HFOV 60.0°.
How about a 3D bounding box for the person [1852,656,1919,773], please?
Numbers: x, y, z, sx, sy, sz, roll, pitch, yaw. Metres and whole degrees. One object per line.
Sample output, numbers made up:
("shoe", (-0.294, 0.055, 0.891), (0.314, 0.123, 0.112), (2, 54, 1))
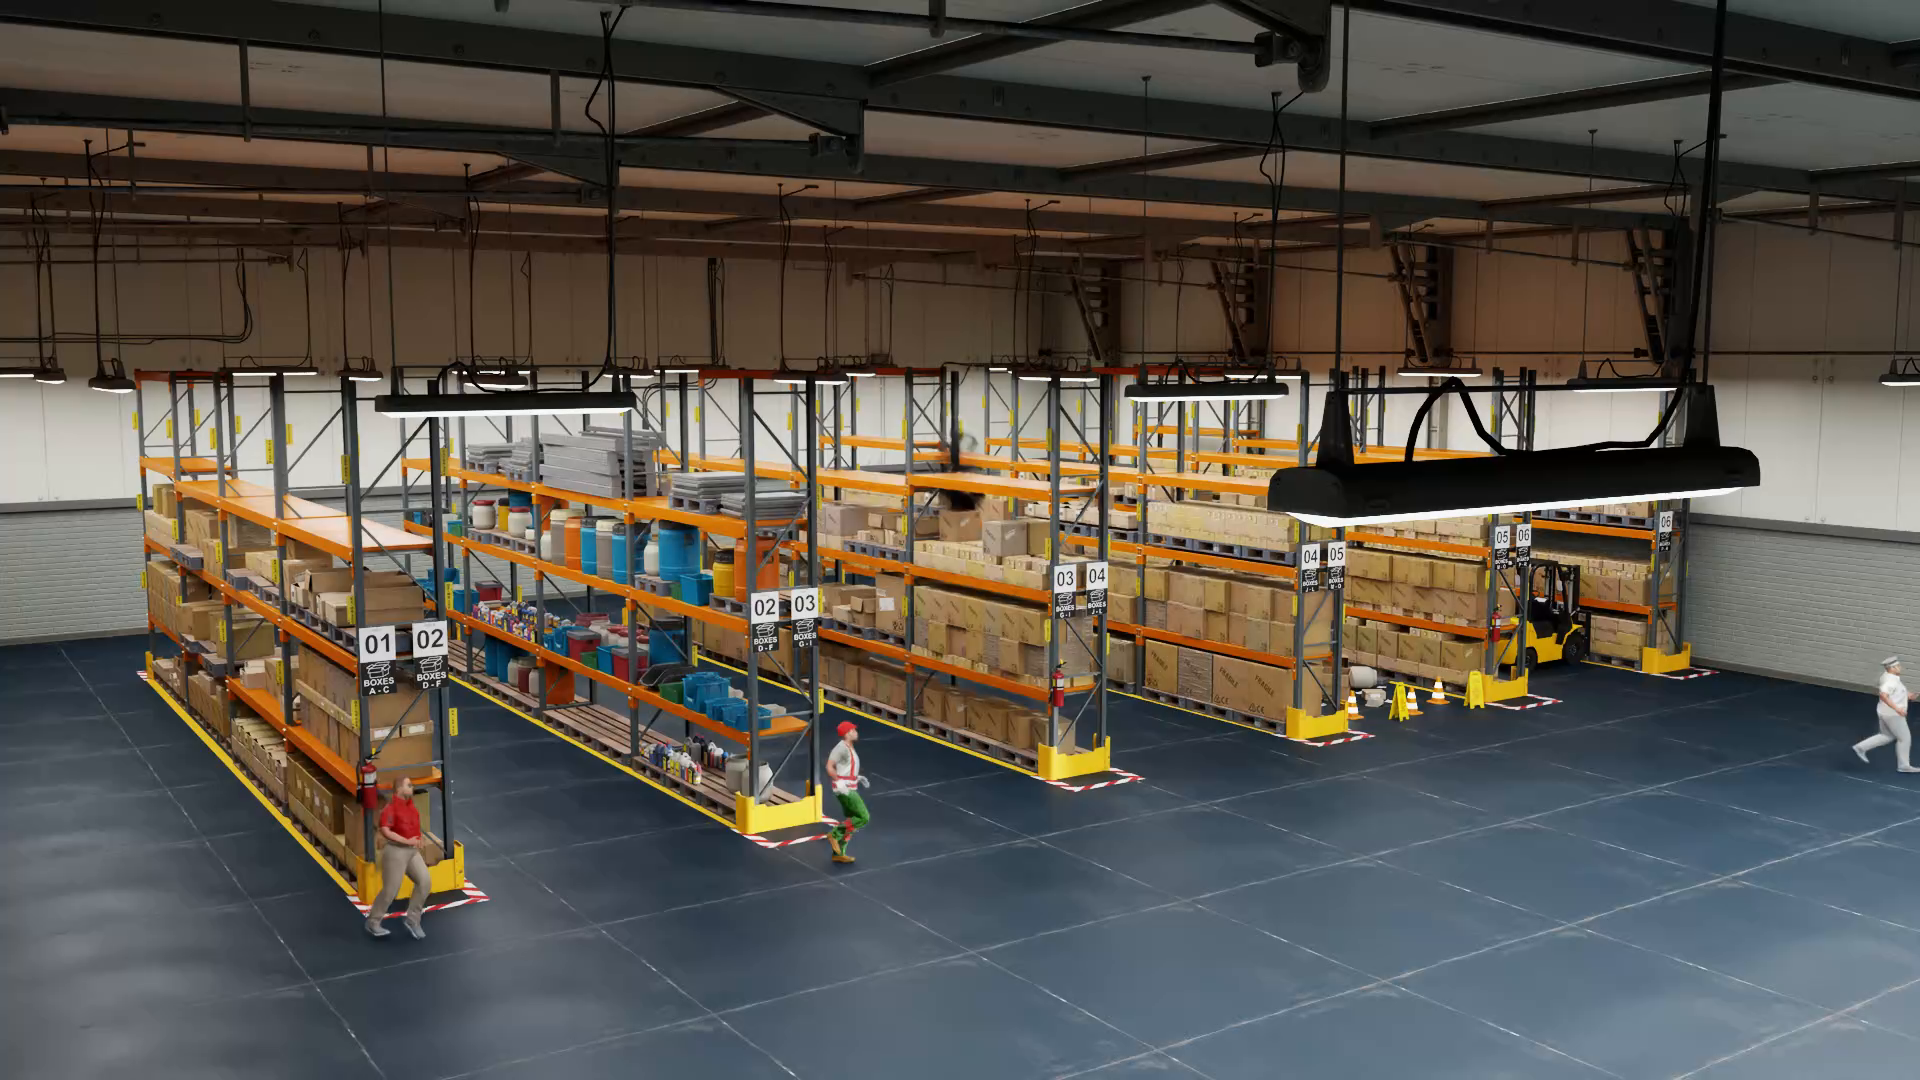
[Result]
("person", (14.073, 2.620, 25.121), (0.878, 1.747, 0.674), (2, 7, 15))

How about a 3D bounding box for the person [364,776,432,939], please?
("person", (-6.088, 3.457, 18.143), (0.671, 1.771, 0.726), (1, 7, 12))

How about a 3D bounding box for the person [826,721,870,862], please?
("person", (-1.394, 3.129, 20.861), (0.538, 1.712, 0.686), (0, 6, 2))
